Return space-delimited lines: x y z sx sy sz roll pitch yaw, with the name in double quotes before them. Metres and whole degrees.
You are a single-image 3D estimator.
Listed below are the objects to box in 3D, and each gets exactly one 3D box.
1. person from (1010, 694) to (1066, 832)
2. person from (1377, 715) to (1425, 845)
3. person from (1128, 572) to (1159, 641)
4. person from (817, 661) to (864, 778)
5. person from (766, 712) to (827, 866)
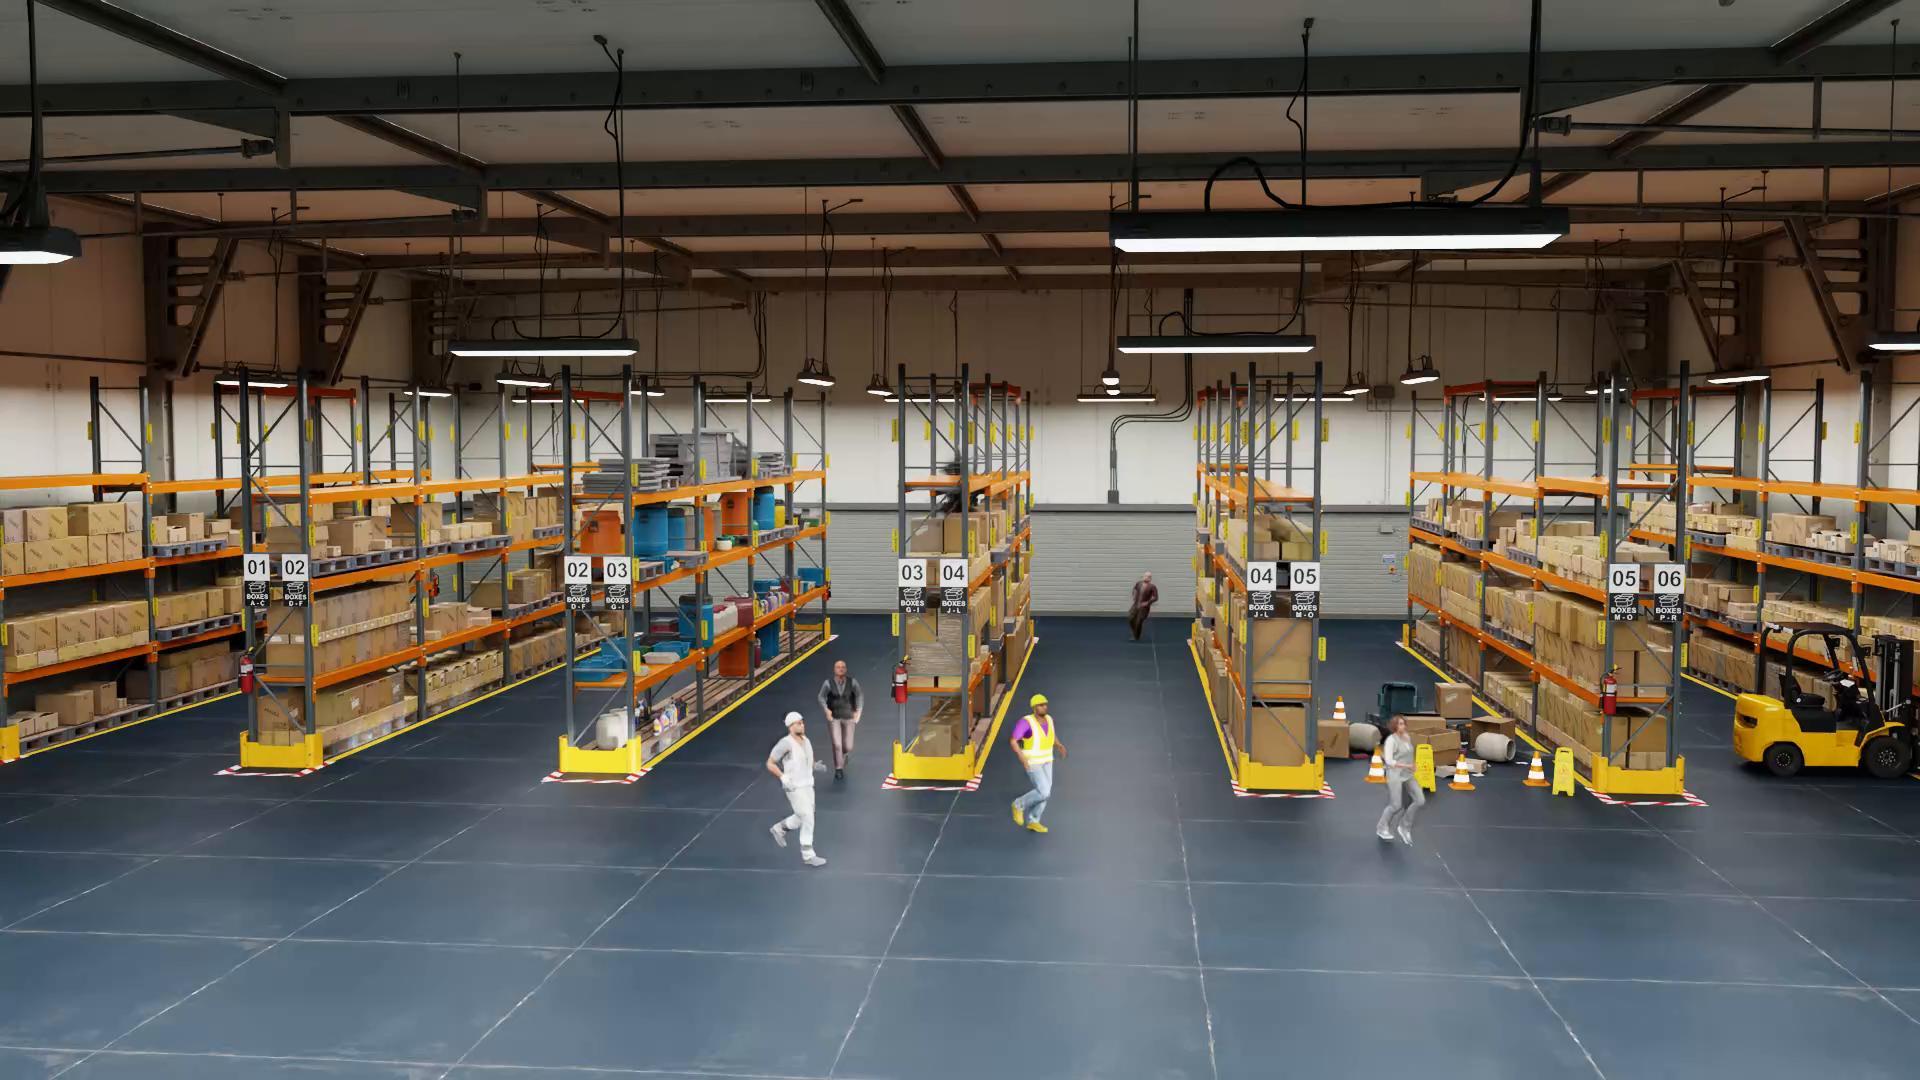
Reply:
"person" 0.999 2.799 20.923 0.686 1.731 0.614 -4 5 -44
"person" 5.377 2.918 20.270 0.548 1.585 0.661 -2 4 -33
"person" 4.385 1.605 39.831 0.795 1.691 0.593 2 4 26
"person" -1.749 2.607 24.392 0.692 1.687 0.610 -1 4 -11
"person" -1.912 2.881 19.374 0.868 1.759 0.668 2 4 32
